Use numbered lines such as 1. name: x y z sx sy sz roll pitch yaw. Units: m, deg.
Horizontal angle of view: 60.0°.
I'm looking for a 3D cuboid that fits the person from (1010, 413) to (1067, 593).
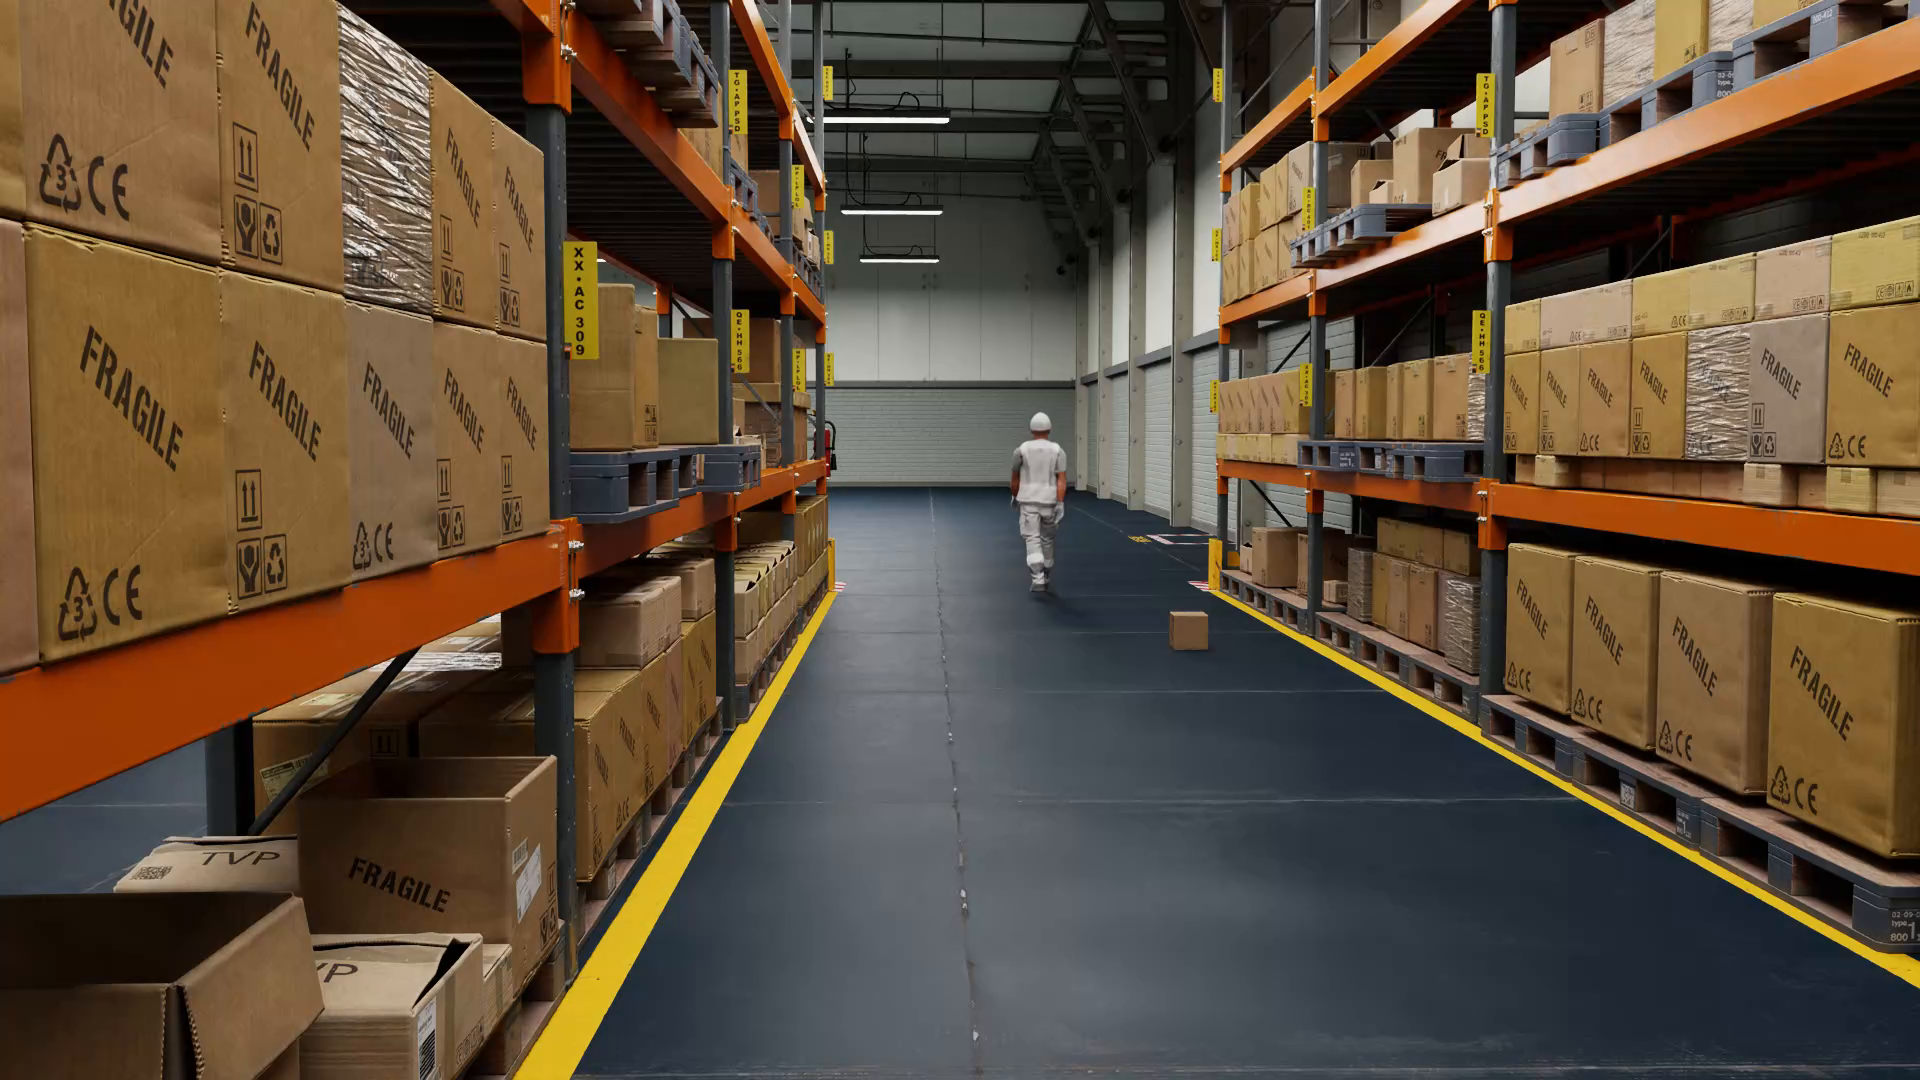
1. person: 0.749 -0.361 16.051 0.528 1.733 1.056 0 4 -4
